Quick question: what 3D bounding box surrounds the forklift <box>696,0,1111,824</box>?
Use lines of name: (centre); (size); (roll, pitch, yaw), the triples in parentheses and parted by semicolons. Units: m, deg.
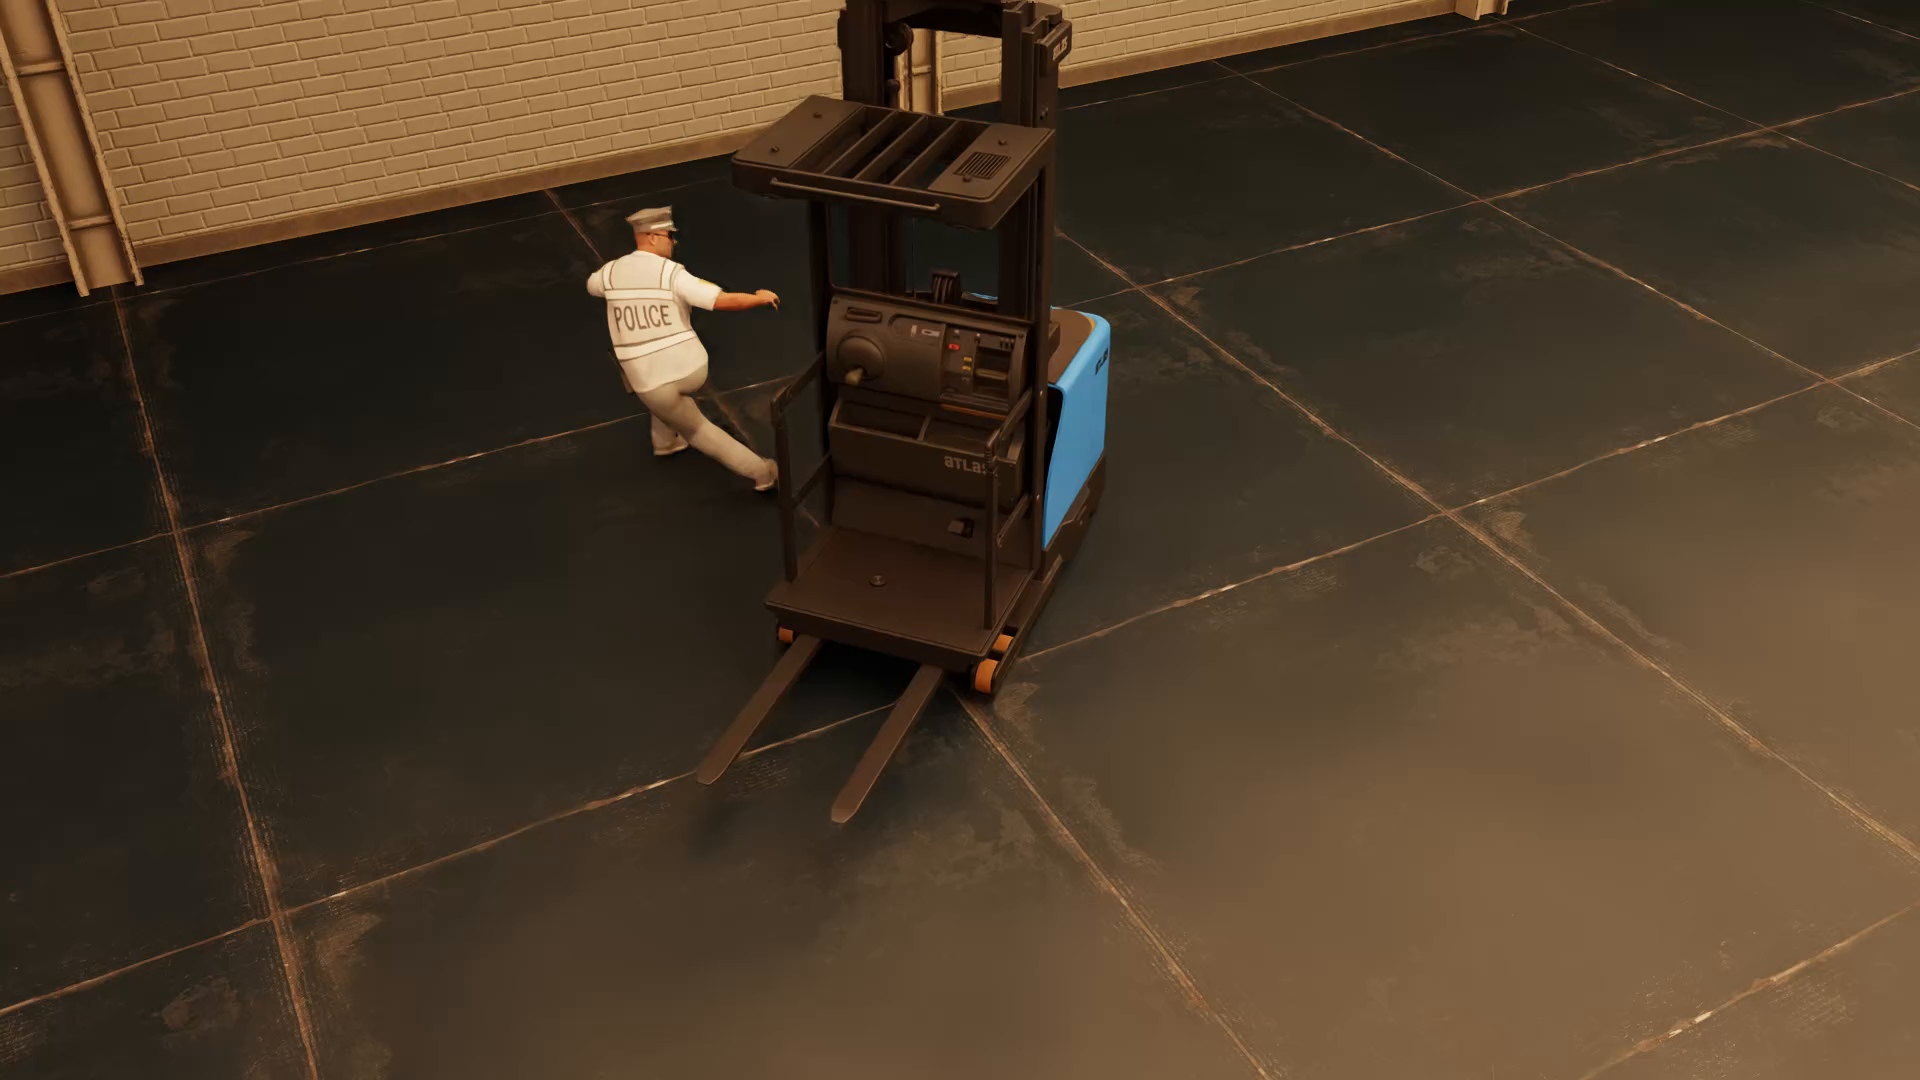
forklift: (-0.231, -0.761, 7.200); (1.130, 2.935, 3.031); (13, 37, 17)

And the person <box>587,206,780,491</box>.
person: (-1.436, -1.052, 8.852); (0.977, 1.539, 1.047); (-9, 36, -13)
